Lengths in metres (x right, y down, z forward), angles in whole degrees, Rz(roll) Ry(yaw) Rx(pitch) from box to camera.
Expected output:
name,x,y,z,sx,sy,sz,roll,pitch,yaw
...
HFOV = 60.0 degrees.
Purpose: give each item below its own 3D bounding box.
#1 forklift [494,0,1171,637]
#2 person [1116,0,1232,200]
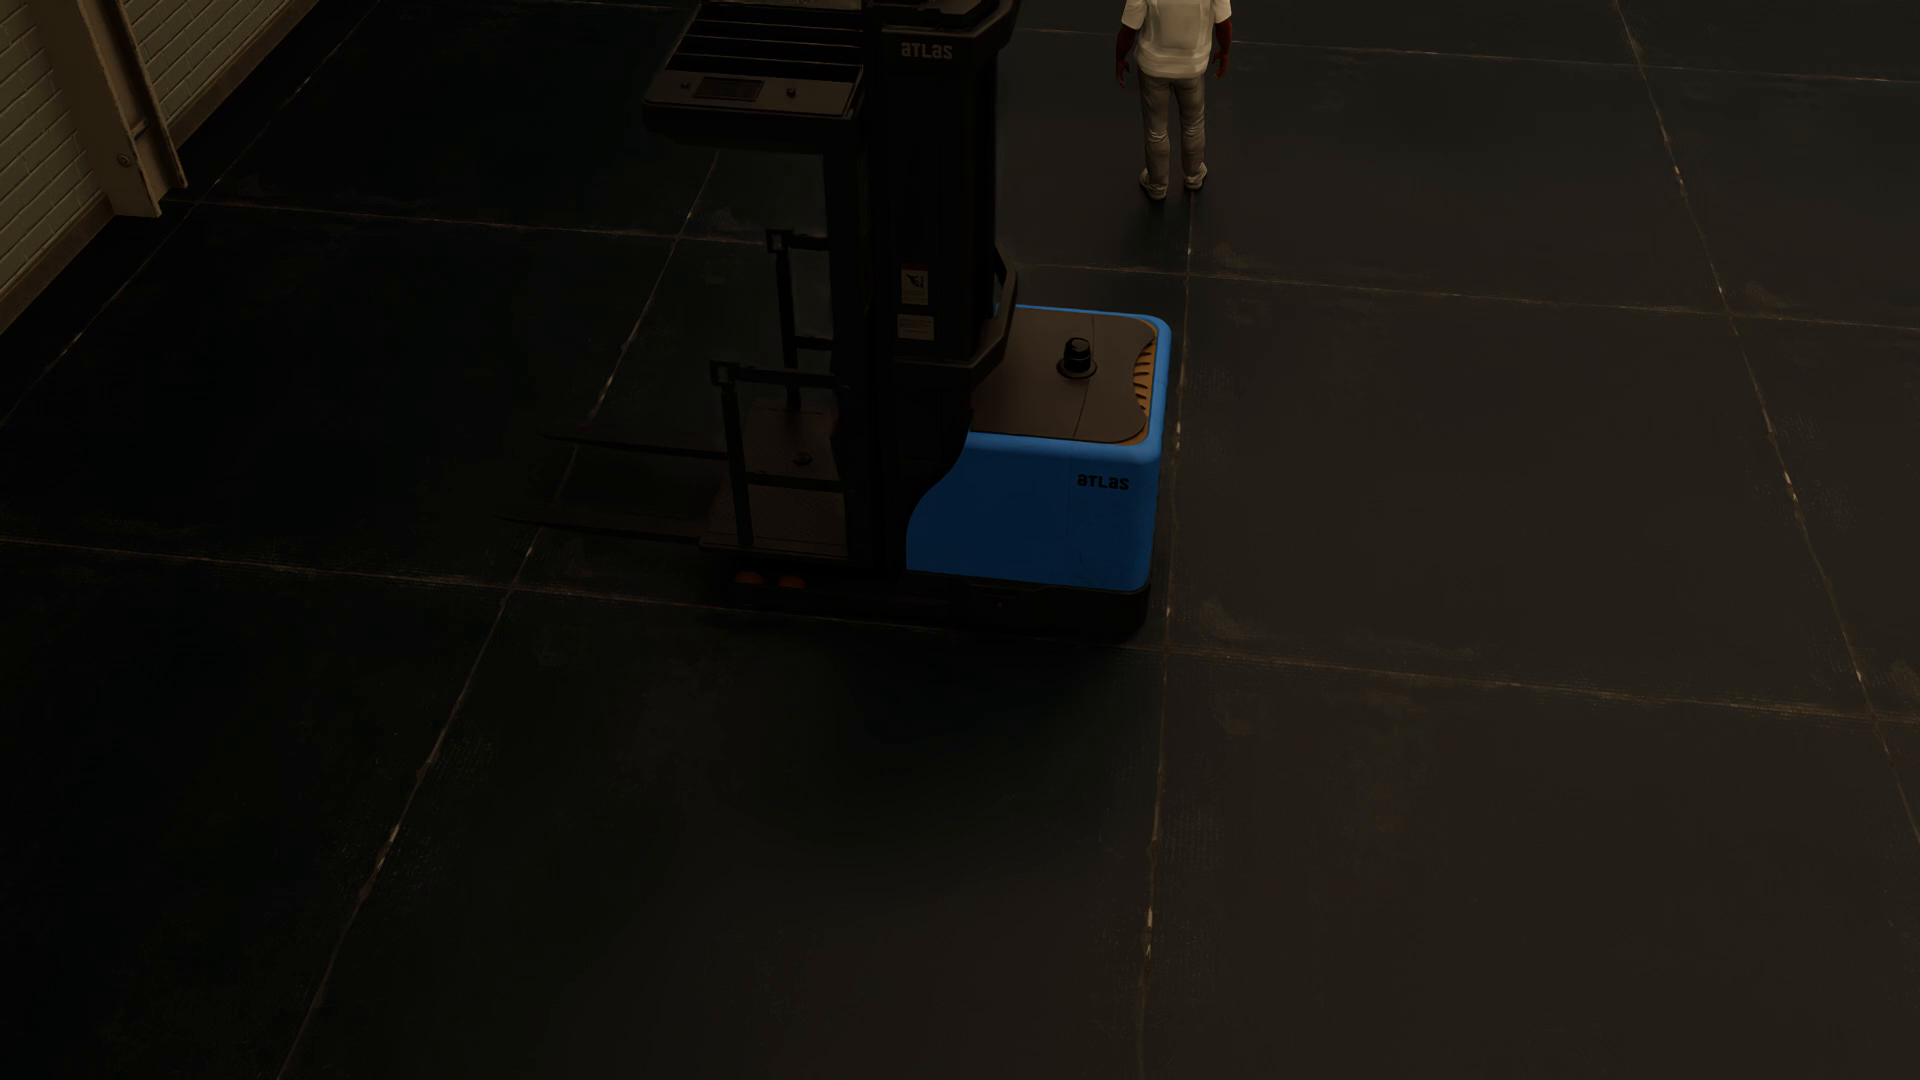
name,x,y,z,sx,sy,sz,roll,pitch,yaw
forklift,-0.611,-1.106,6.928,3.031,2.935,1.130,6,43,6
person,1.222,-2.803,9.626,0.665,1.765,0.577,-1,43,-1
